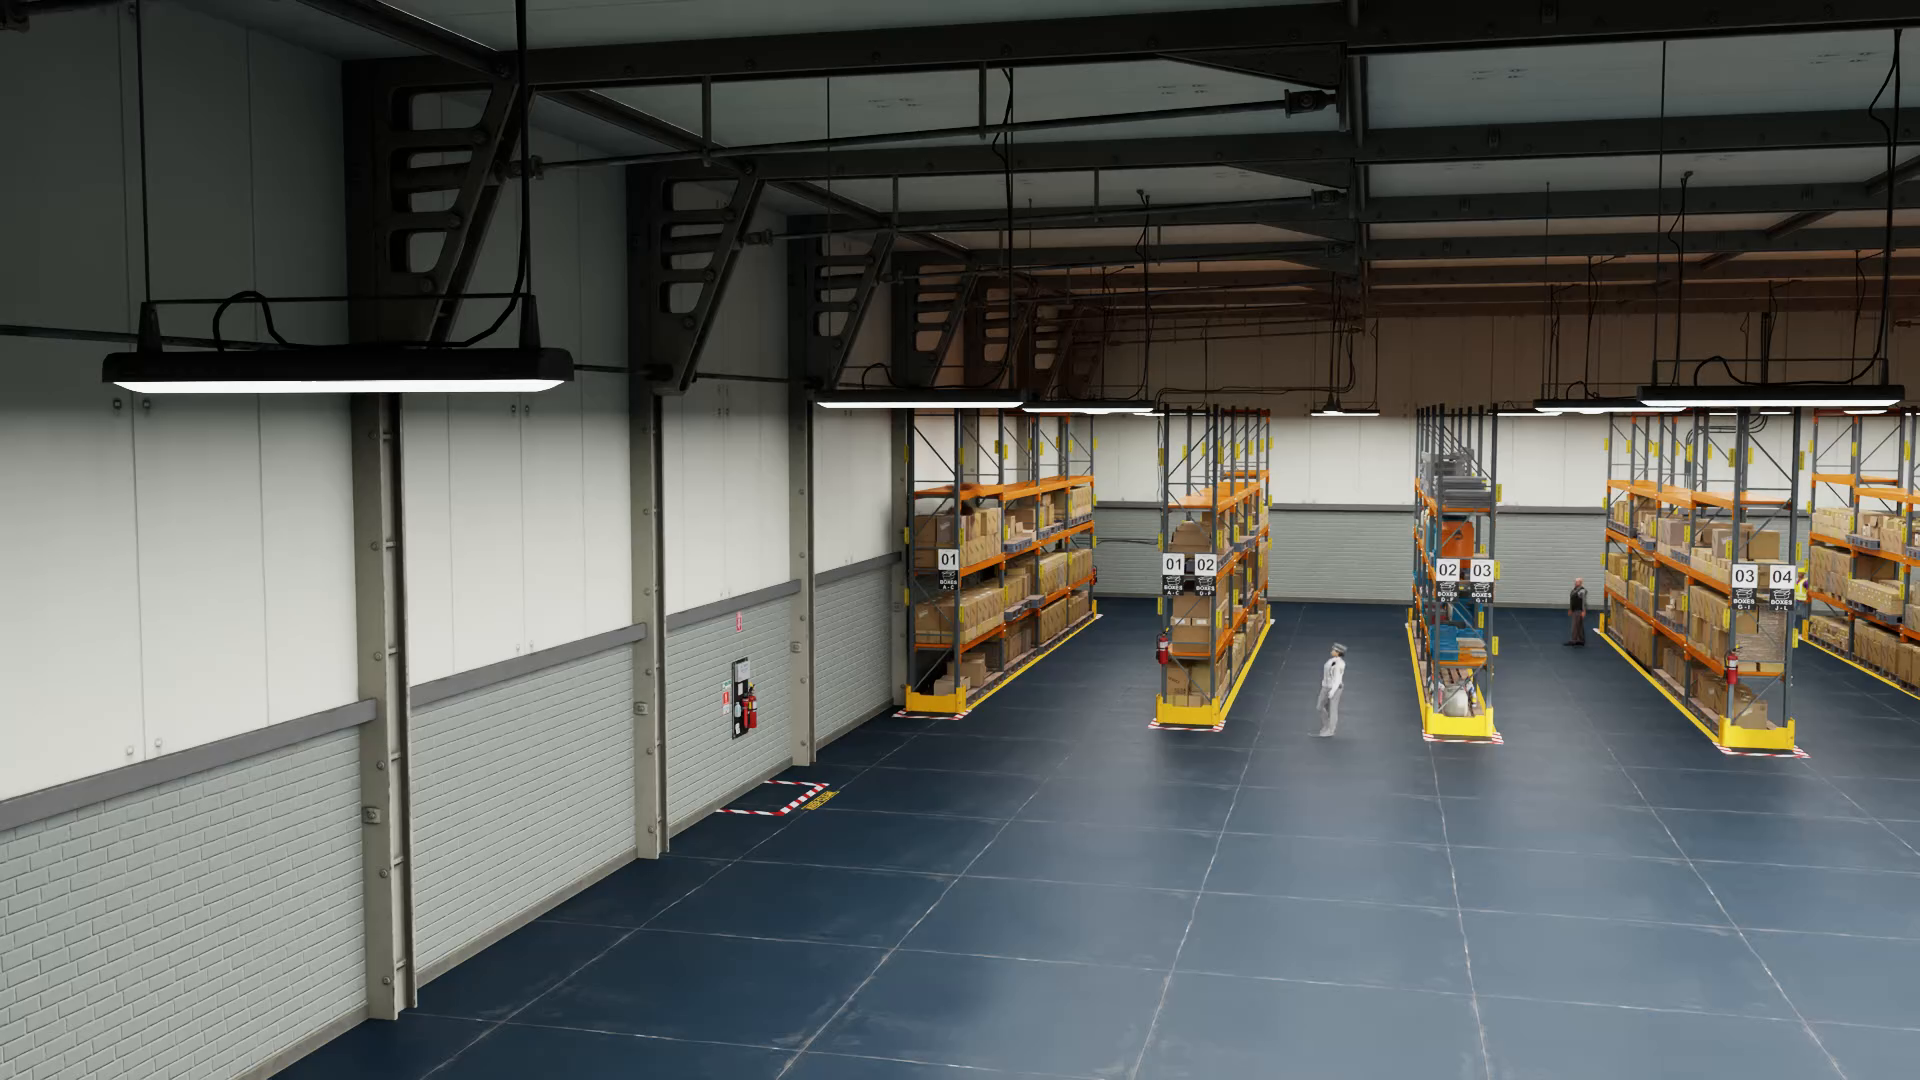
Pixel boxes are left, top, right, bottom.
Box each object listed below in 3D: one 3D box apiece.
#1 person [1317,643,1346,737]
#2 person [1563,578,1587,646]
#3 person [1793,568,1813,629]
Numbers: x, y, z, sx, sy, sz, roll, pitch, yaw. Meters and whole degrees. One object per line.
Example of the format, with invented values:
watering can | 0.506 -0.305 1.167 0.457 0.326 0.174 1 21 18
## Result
person | 6.714 2.713 30.094 0.509 1.708 0.517 -3 5 -35
person | 15.510 1.803 42.033 0.592 1.711 0.553 0 4 7
person | 22.564 1.603 44.580 0.919 1.733 0.604 -1 4 -15
